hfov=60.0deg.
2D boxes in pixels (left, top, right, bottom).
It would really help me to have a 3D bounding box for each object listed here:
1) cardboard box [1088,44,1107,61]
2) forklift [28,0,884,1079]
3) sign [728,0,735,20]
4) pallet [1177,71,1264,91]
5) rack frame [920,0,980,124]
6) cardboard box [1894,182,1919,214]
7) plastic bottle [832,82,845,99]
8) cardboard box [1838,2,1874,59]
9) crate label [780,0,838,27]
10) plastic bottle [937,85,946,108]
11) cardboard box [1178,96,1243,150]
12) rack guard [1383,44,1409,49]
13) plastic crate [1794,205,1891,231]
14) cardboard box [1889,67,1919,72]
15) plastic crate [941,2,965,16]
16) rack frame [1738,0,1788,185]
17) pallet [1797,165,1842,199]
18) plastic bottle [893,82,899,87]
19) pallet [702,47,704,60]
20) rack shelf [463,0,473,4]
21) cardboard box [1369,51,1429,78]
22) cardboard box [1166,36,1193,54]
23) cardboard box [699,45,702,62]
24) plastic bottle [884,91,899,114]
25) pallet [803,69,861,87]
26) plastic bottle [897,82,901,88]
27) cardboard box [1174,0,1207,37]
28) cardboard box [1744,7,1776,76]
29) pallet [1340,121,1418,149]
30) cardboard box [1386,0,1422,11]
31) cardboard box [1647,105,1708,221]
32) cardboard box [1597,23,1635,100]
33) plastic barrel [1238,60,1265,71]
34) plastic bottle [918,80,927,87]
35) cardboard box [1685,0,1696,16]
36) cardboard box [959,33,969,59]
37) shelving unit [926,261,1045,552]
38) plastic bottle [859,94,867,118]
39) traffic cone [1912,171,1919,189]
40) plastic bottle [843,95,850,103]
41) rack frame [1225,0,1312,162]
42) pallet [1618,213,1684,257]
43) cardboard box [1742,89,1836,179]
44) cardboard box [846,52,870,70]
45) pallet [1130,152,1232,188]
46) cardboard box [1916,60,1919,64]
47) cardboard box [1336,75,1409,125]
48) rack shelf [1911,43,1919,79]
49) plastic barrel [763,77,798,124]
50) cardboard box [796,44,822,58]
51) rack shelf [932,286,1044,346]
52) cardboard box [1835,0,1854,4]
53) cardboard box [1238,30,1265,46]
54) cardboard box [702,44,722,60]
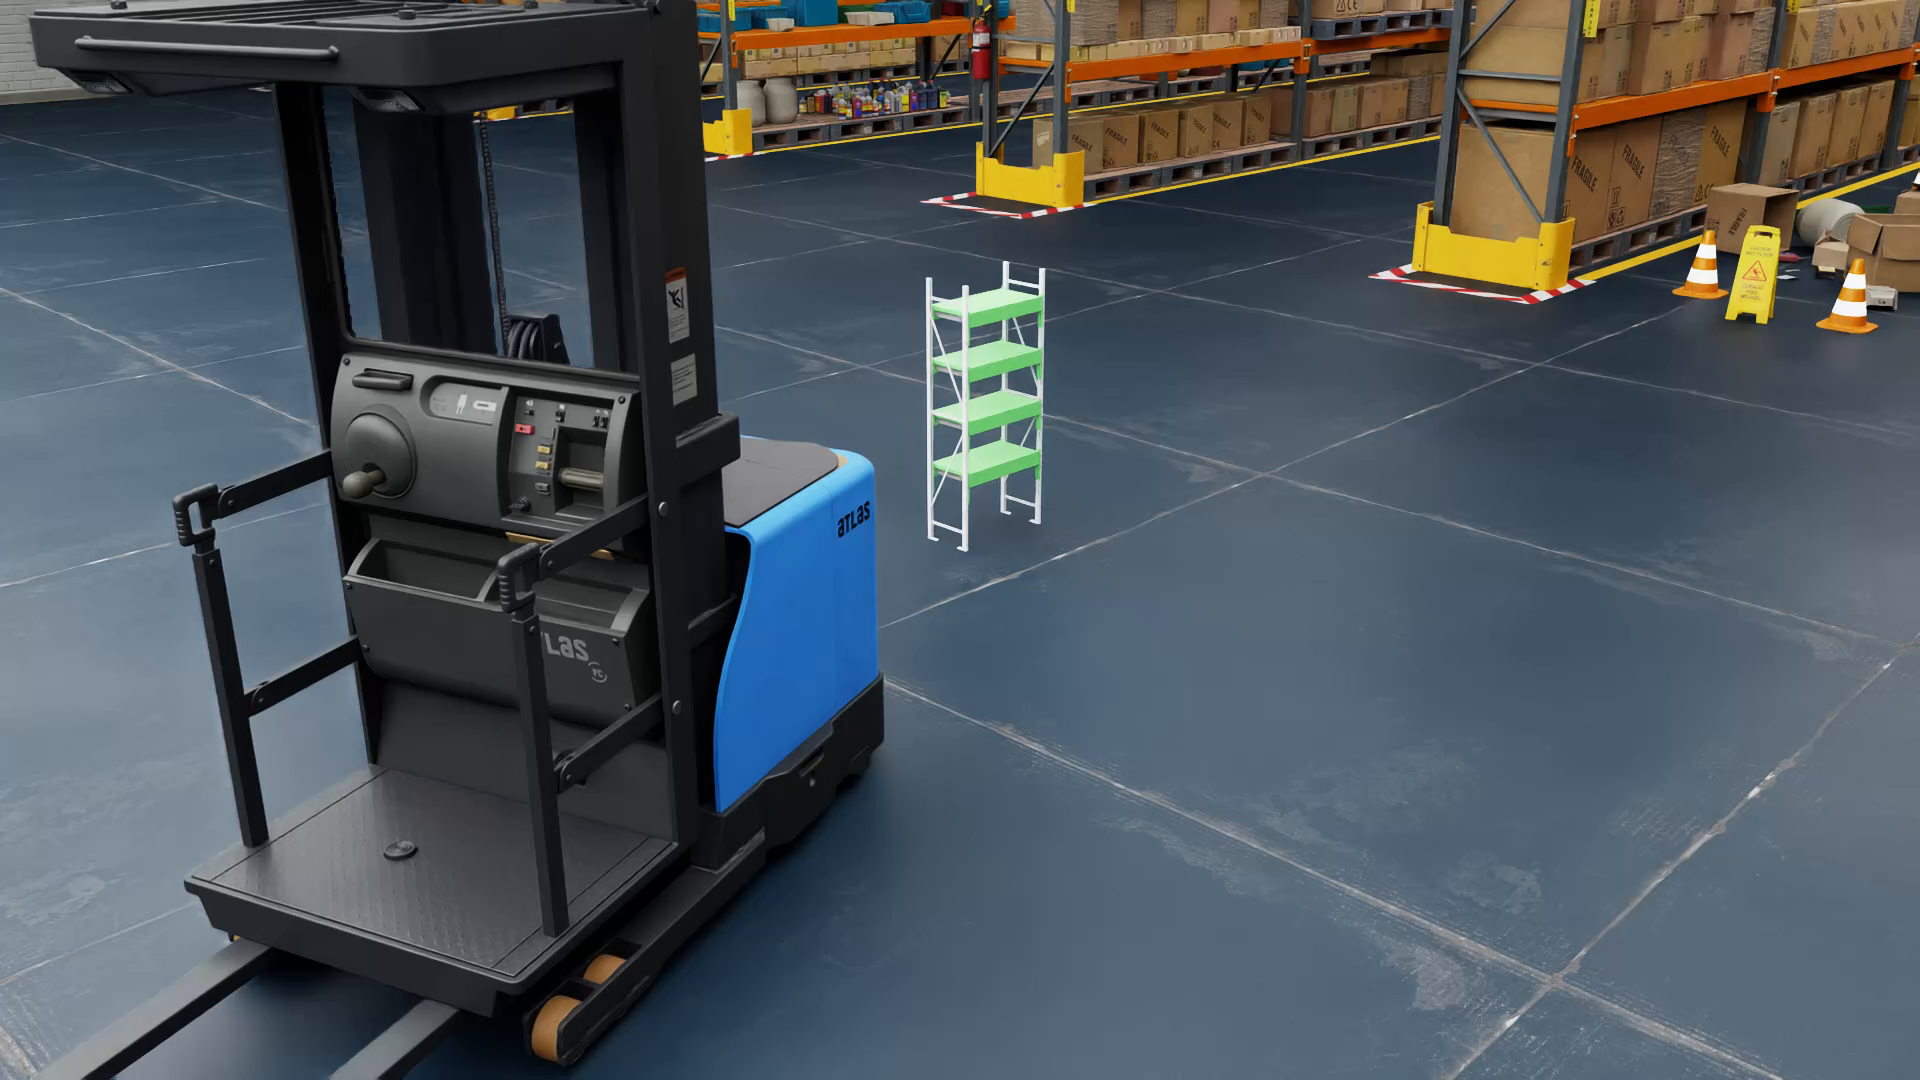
[{"bbox_3d":[1.177,-4.671,15.896,0.380,0.149,0.250,19,28,41],"label":"cardboard box"},{"bbox_3d":[-1.328,-0.233,4.097,1.130,2.935,3.031,9,23,23],"label":"forklift"},{"bbox_3d":[-2.538,-5.945,18.475,0.100,0.325,0.005,19,28,41],"label":"sign"},{"bbox_3d":[4.022,-7.235,26.103,1.003,0.211,1.213,19,28,41],"label":"pallet"},{"bbox_3d":[-0.139,-6.983,21.561,1.000,3.000,0.127,19,28,41],"label":"rack frame"},{"bbox_3d":[7.777,-2.460,13.085,0.797,0.637,0.503,19,28,41],"label":"cardboard box"},{"bbox_3d":[-1.557,-5.642,21.153,0.185,0.351,0.144,-19,28,-40],"label":"plastic bottle"},{"bbox_3d":[8.509,-4.979,16.207,0.500,0.500,0.500,-20,28,-41],"label":"cardboard box"},{"bbox_3d":[-1.839,-6.512,20.286,0.502,0.435,0.616,19,28,41],"label":"crate label"},{"bbox_3d":[-0.238,-5.714,21.433,0.133,0.283,0.061,-18,28,-39],"label":"plastic bottle"},{"bbox_3d":[2.708,-4.530,18.079,0.500,0.500,0.500,-11,23,-25],"label":"cardboard box"},{"bbox_3d":[8.240,-8.910,30.059,1.175,0.500,0.348,19,28,41],"label":"rack guard"},{"bbox_3d":[7.710,-2.818,14.563,0.662,0.188,0.450,-6,12,-15],"label":"plastic crate"},{"bbox_3d":[10.692,-5.130,18.595,0.500,0.250,0.500,19,28,40],"label":"cardboard box"},{"bbox_3d":[-0.020,-7.214,22.073,0.402,0.464,0.583,19,28,41],"label":"plastic crate"},{"bbox_3d":[6.893,-4.476,15.038,1.000,3.000,0.127,19,28,41],"label":"rack frame"},{"bbox_3d":[8.228,-3.707,16.924,1.003,0.211,1.213,19,28,41],"label":"pallet"},{"bbox_3d":[-0.881,-5.855,21.809,0.135,0.276,0.152,-19,28,-40],"label":"plastic bottle"},{"bbox_3d":[-4.993,-8.988,30.666,1.003,0.211,1.213,19,28,41],"label":"pallet"},{"bbox_3d":[-8.632,-8.612,26.804,1.077,0.370,4.000,19,28,41],"label":"rack shelf"},{"bbox_3d":[5.391,-5.841,20.417,0.500,0.250,0.500,-16,26,-36],"label":"cardboard box"},{"bbox_3d":[2.105,-4.973,16.681,0.380,0.149,0.250,19,28,41],"label":"cardboard box"},{"bbox_3d":[-4.233,-7.445,24.966,0.500,0.500,0.500,19,28,41],"label":"cardboard box"},{"bbox_3d":[-0.857,-5.506,20.902,0.135,0.276,0.152,-20,28,-41],"label":"plastic bottle"},{"bbox_3d":[-2.348,-7.436,26.627,1.003,0.211,1.213,19,28,41],"label":"pallet"},{"bbox_3d":[-0.805,-5.832,21.739,0.061,0.283,0.133,19,28,41],"label":"plastic bottle"},{"bbox_3d":[2.022,-5.437,16.985,0.875,0.500,0.500,19,28,41],"label":"cardboard box"},{"bbox_3d":[6.644,-4.448,14.757,0.875,0.550,0.550,19,28,41],"label":"cardboard box"},{"bbox_3d":[4.803,-4.957,20.178,1.003,0.211,1.213,19,28,41],"label":"pallet"},{"bbox_3d":[5.230,-6.408,19.669,0.396,0.266,0.258,18,28,39],"label":"cardboard box"},{"bbox_3d":[5.778,-3.303,14.364,0.875,0.875,0.875,20,28,41],"label":"cardboard box"},{"bbox_3d":[4.697,-3.771,12.996,0.875,0.550,0.550,19,28,41],"label":"cardboard box"},{"bbox_3d":[4.556,-7.938,26.386,0.600,0.901,0.708,19,28,41],"label":"plastic barrel"},{"bbox_3d":[-0.485,-5.750,21.433,0.144,0.351,0.185,19,28,41],"label":"plastic bottle"},{"bbox_3d":[5.471,-4.551,13.519,0.875,0.550,0.500,19,28,41],"label":"cardboard box"},{"bbox_3d":[-0.012,-8.472,28.306,0.500,0.500,0.500,18,27,39],"label":"cardboard box"},{"bbox_3d":[0.115,-0.603,7.470,0.258,1.200,0.503,19,28,41],"label":"shelving unit"},{"bbox_3d":[-1.202,-5.363,20.535,0.097,0.271,0.097,0,21,0],"label":"plastic bottle"},{"bbox_3d":[8.910,-3.258,15.407,0.336,0.463,0.334,19,28,41],"label":"traffic cone"},{"bbox_3d":[-1.440,-5.554,21.130,0.097,0.201,0.097,0,21,0],"label":"plastic bottle"},{"bbox_3d":[3.410,-5.743,18.336,1.000,3.000,0.127,19,28,41],"label":"rack frame"},{"bbox_3d":[5.455,-2.683,14.261,1.003,0.211,1.213,19,28,41],"label":"pallet"},{"bbox_3d":[7.937,-4.051,16.483,1.050,0.750,0.750,19,28,41],"label":"cardboard box"},{"bbox_3d":[-1.797,-7.706,26.690,0.500,0.250,0.500,-19,28,-41],"label":"cardboard box"},{"bbox_3d":[2.115,-3.945,17.544,1.003,0.211,1.213,19,28,41],"label":"pallet"},{"bbox_3d":[11.040,-5.520,19.609,0.500,0.250,0.500,-19,28,-40],"label":"cardboard box"},{"bbox_3d":[4.979,-5.339,20.156,0.500,0.500,0.700,-17,27,-38],"label":"cardboard box"},{"bbox_3d":[11.079,-5.682,19.180,1.077,0.370,4.000,19,28,41],"label":"rack shelf"},{"bbox_3d":[-2.175,-5.306,20.082,0.421,0.512,0.421,0,21,0],"label":"plastic barrel"},{"bbox_3d":[-2.506,-7.702,25.899,0.500,0.311,0.500,18,27,39],"label":"cardboard box"},{"bbox_3d":[0.115,-0.991,7.321,0.258,0.148,0.480,19,28,41],"label":"rack shelf"},{"bbox_3d":[8.298,-5.510,16.197,0.700,0.500,0.500,19,28,40],"label":"cardboard box"},{"bbox_3d":[2.977,-5.294,17.517,0.380,0.149,0.250,19,28,41],"label":"cardboard box"},{"bbox_3d":[-3.608,-7.574,25.564,0.500,0.311,0.500,19,28,41],"label":"cardboard box"}]
